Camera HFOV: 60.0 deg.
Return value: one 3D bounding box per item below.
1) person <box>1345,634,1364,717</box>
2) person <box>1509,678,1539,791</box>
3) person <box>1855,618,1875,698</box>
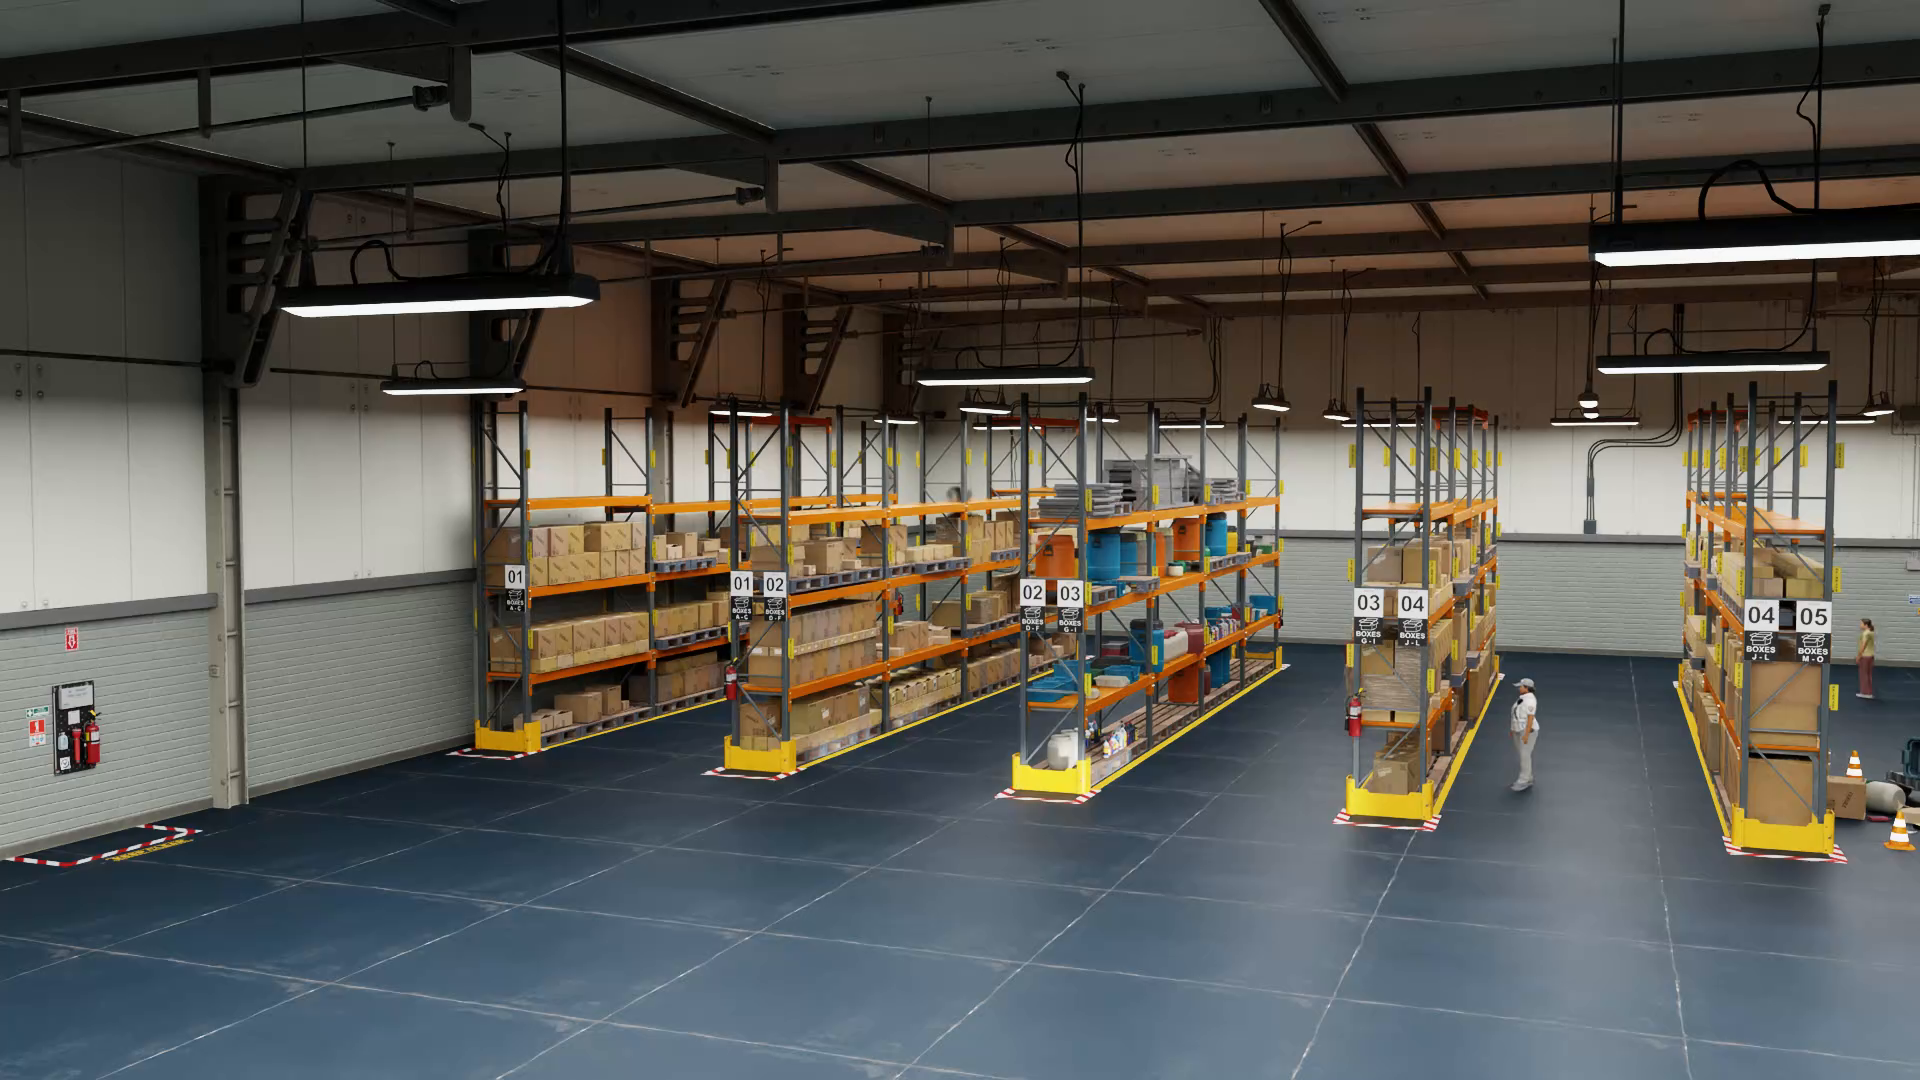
[{"bbox_3d":[7.642,2.581,32.172,0.467,1.737,0.575,-1,3,-17],"label":"person"},{"bbox_3d":[8.542,2.945,25.304,0.507,1.683,0.495,-1,3,-13],"label":"person"},{"bbox_3d":[18.951,2.473,34.818,0.475,1.683,0.338,-2,4,-38],"label":"person"}]
